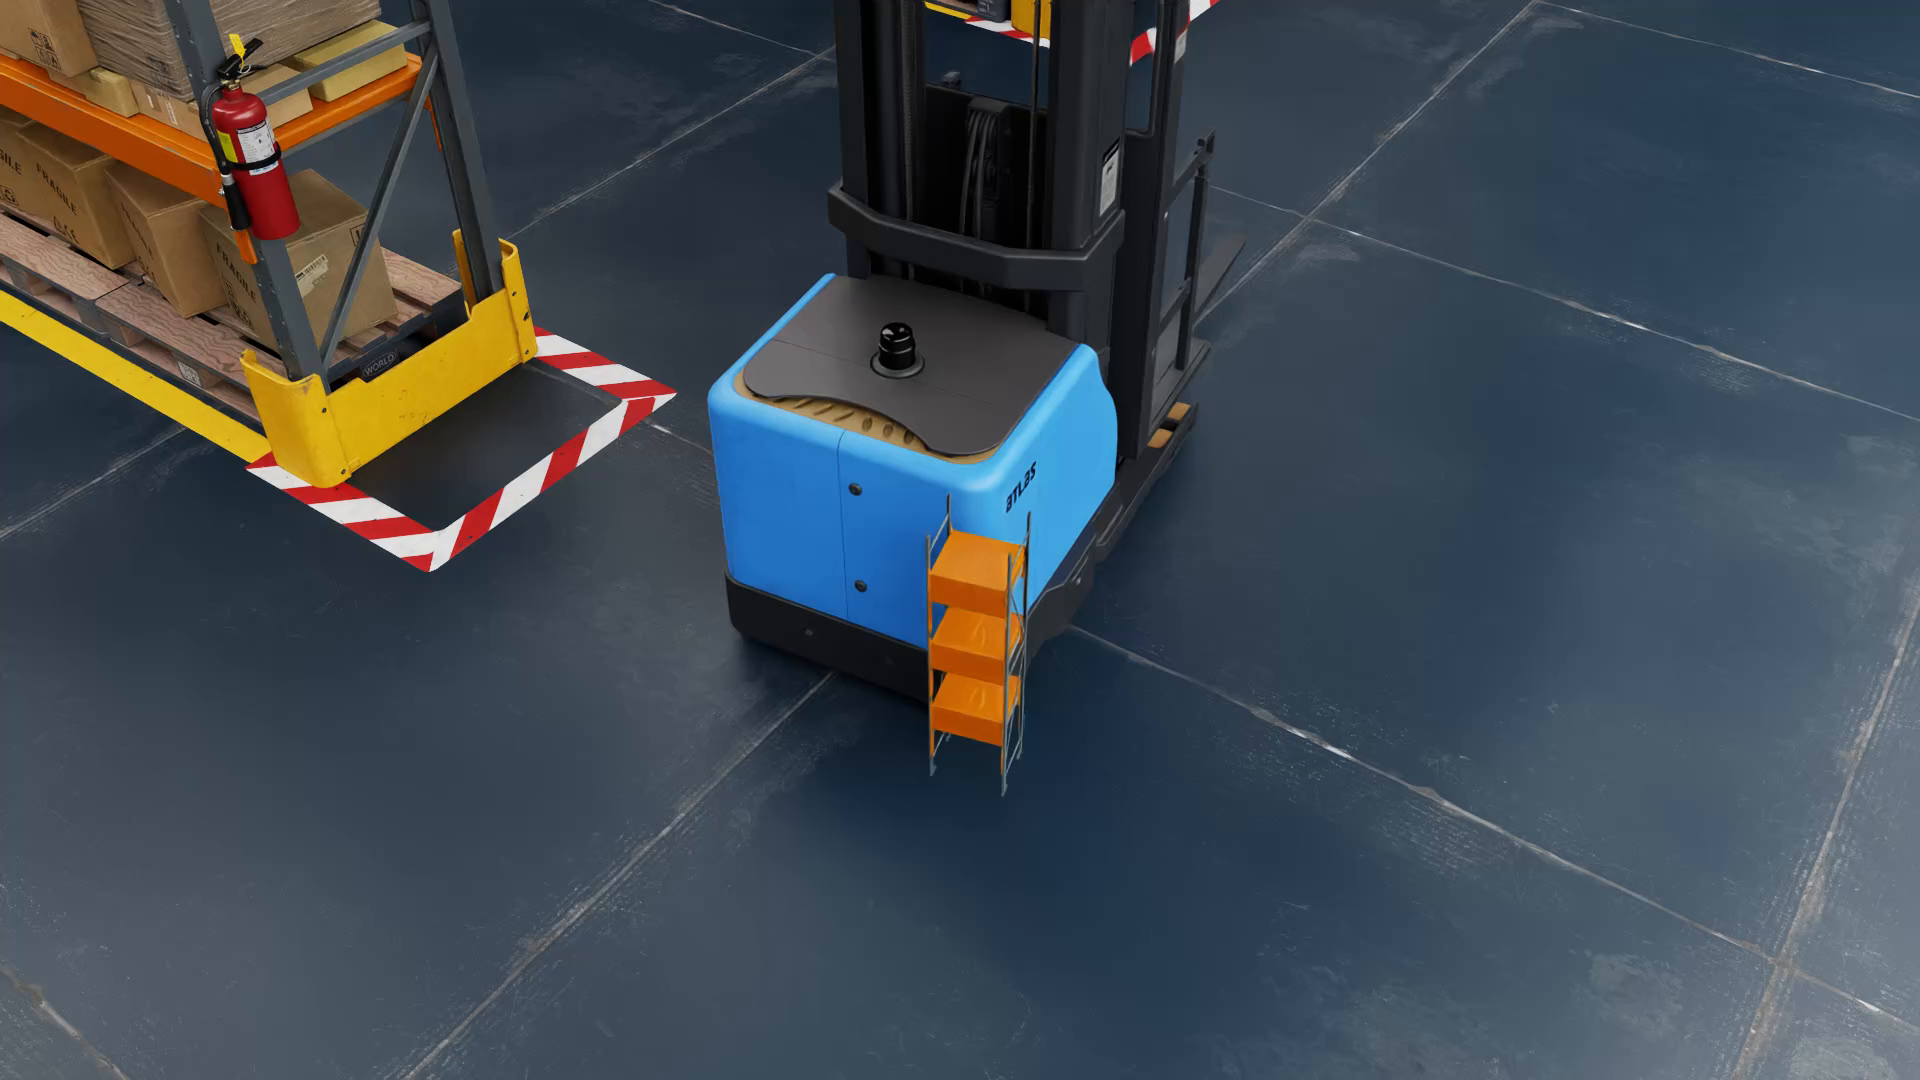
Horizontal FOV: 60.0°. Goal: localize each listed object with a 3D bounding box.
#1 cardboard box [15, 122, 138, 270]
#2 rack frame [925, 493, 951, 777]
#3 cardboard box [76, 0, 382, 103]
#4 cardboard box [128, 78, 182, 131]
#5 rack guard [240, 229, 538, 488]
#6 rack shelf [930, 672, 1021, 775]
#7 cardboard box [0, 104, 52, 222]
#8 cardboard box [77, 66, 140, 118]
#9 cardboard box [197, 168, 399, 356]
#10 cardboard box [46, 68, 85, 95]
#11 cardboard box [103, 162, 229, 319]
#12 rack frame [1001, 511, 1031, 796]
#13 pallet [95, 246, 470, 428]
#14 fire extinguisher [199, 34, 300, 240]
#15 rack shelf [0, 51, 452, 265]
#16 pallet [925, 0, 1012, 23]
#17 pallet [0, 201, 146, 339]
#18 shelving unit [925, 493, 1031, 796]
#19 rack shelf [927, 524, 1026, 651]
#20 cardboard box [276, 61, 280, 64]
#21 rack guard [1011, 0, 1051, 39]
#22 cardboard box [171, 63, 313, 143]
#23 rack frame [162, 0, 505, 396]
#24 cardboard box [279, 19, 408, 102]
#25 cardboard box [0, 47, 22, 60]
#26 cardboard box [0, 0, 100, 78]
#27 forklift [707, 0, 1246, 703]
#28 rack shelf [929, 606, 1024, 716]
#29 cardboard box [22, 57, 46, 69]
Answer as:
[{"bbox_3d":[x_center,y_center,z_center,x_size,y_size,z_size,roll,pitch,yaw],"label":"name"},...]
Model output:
[{"bbox_3d":[-3.718,-1.591,7.338,0.500,0.500,0.500,30,50,29],"label":"cardboard box"},{"bbox_3d":[-0.063,0.315,5.107,0.008,1.050,0.200,13,44,14],"label":"rack frame"},{"bbox_3d":[-2.640,-2.031,5.972,0.500,0.500,0.875,25,48,25],"label":"cardboard box"},{"bbox_3d":[-2.762,-1.656,6.040,0.250,0.149,0.380,25,48,25],"label":"cardboard box"},{"bbox_3d":[-2.268,-0.755,6.719,0.348,0.500,1.175,25,48,25],"label":"rack guard"},{"bbox_3d":[0.053,0.555,5.273,0.240,0.259,0.215,13,44,14],"label":"rack shelf"},{"bbox_3d":[-4.149,-1.829,7.604,0.500,0.500,0.500,21,46,22],"label":"cardboard box"},{"bbox_3d":[-2.996,-1.724,6.116,0.250,0.149,0.380,25,48,25],"label":"cardboard box"},{"bbox_3d":[-2.707,-1.131,6.824,0.500,0.500,0.500,-33,51,-31],"label":"cardboard box"},{"bbox_3d":[-3.192,-1.828,6.232,0.250,0.149,0.380,25,48,25],"label":"cardboard box"},{"bbox_3d":[-3.216,-1.341,7.059,0.500,0.500,0.500,-29,49,-28],"label":"cardboard box"},{"bbox_3d":[0.168,0.368,5.049,0.008,1.050,0.200,13,44,14],"label":"rack frame"},{"bbox_3d":[-2.913,-0.978,7.184,1.213,0.211,1.003,25,48,25],"label":"pallet"},{"bbox_3d":[-2.376,-1.333,5.548,0.183,0.674,0.296,25,48,25],"label":"fire extinguisher"},{"bbox_3d":[-3.843,-2.155,6.949,4.000,0.370,1.077,25,48,25],"label":"rack shelf"},{"bbox_3d":[0.026,-3.551,10.060,1.213,0.211,1.003,25,48,25],"label":"pallet"},{"bbox_3d":[-3.907,-1.445,7.707,1.213,0.211,1.003,25,48,25],"label":"pallet"},{"bbox_3d":[0.053,0.342,5.078,0.252,1.050,0.215,13,44,14],"label":"shelving unit"},{"bbox_3d":[0.053,0.140,4.894,0.240,0.259,0.215,13,44,14],"label":"rack shelf"},{"bbox_3d":[-2.496,-1.909,6.323,0.250,0.149,0.380,25,48,25],"label":"cardboard box"},{"bbox_3d":[0.745,-3.386,9.659,0.348,0.500,1.175,25,48,25],"label":"rack guard"},{"bbox_3d":[-2.557,-1.560,5.933,0.250,0.149,0.380,25,48,25],"label":"cardboard box"},{"bbox_3d":[-2.205,-1.657,5.853,0.127,3.000,1.000,25,48,25],"label":"rack frame"},{"bbox_3d":[-2.302,-1.803,6.204,0.250,0.149,0.380,25,48,25],"label":"cardboard box"},{"bbox_3d":[-3.590,-2.030,6.457,0.250,0.149,0.380,25,48,25],"label":"cardboard box"},{"bbox_3d":[-3.118,-2.157,6.113,0.500,0.500,0.875,25,48,25],"label":"cardboard box"},{"bbox_3d":[0.303,-1.488,5.715,1.130,2.935,3.031,18,45,19],"label":"forklift"},{"bbox_3d":[0.053,0.350,5.086,0.240,0.259,0.215,13,44,14],"label":"rack shelf"},{"bbox_3d":[-3.373,-1.946,6.364,0.250,0.149,0.380,25,48,25],"label":"cardboard box"}]
